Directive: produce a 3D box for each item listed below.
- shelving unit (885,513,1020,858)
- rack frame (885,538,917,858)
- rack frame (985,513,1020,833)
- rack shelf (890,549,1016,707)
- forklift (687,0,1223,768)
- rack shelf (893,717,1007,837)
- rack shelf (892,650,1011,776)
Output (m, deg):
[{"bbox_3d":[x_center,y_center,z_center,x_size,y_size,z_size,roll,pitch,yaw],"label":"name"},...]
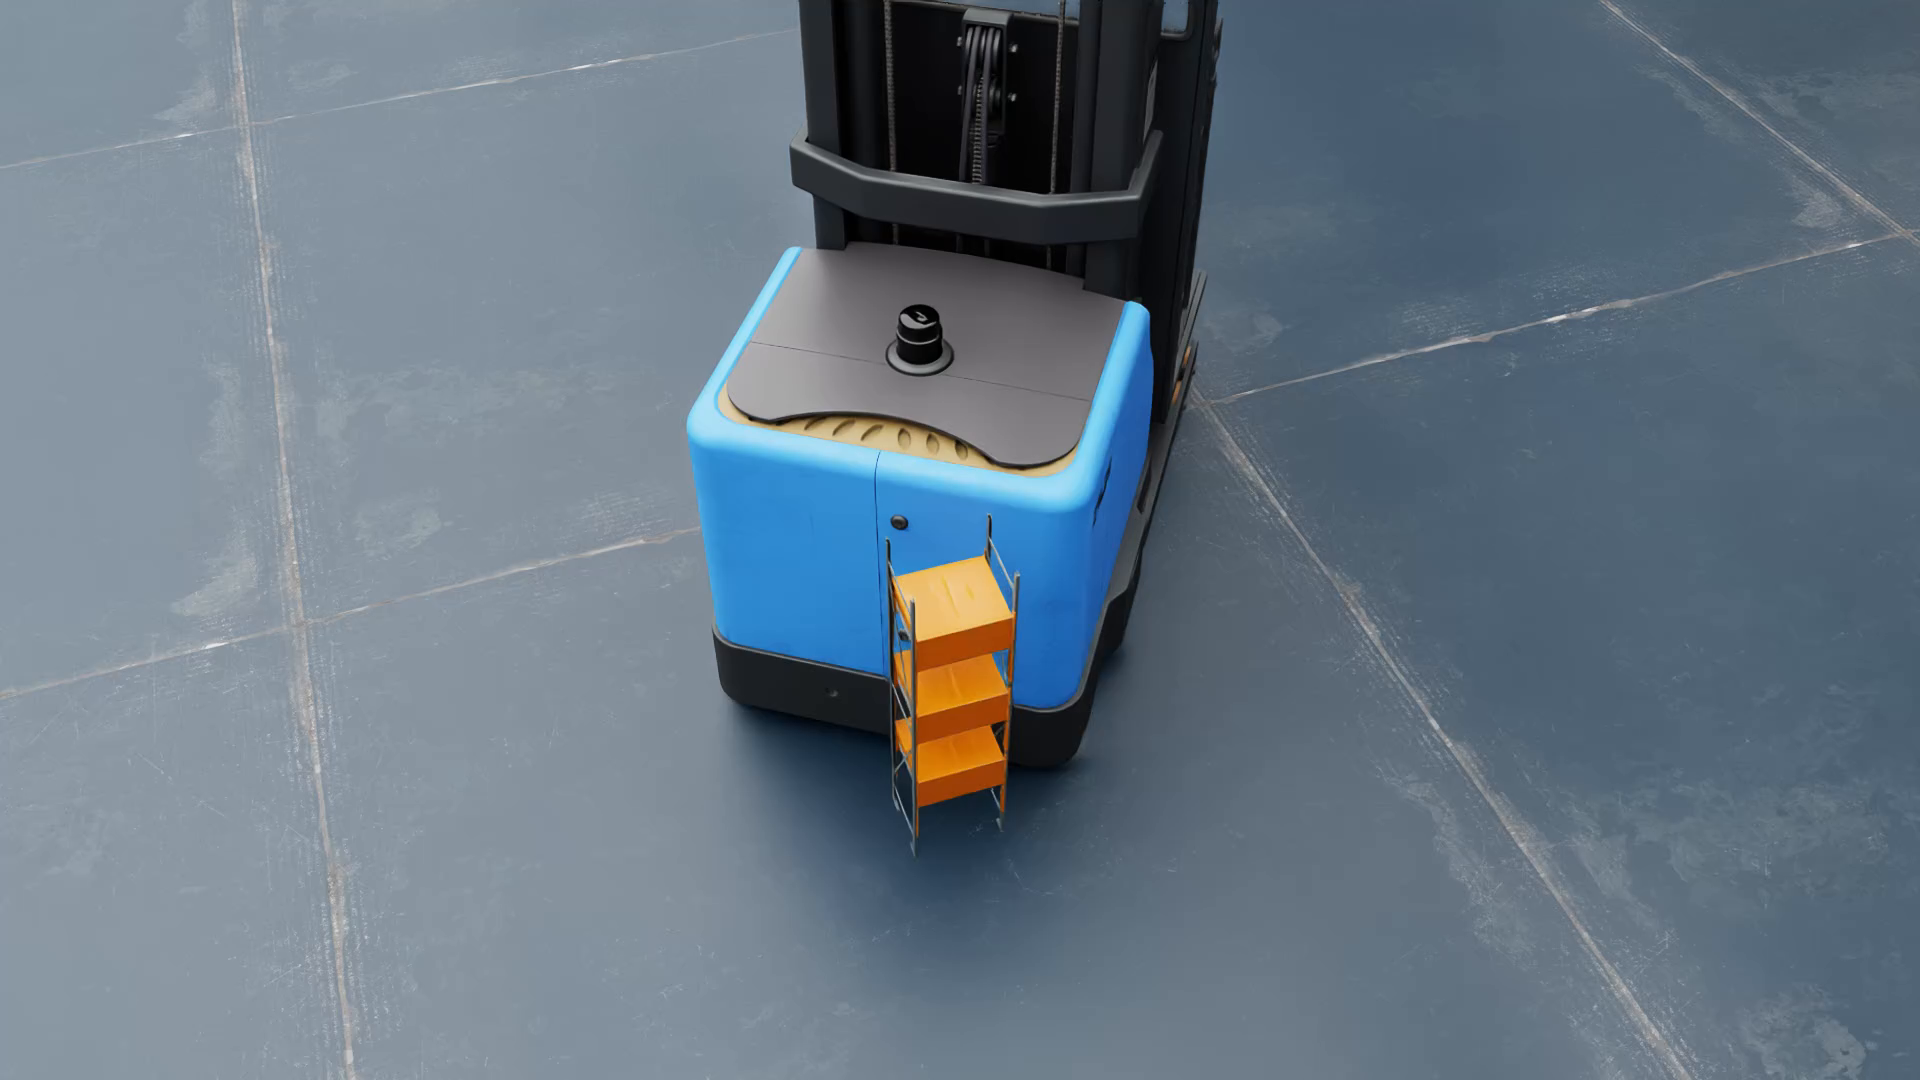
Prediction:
[{"bbox_3d":[-0.026,0.391,4.112,0.252,1.050,0.215,-14,49,-13],"label":"shelving unit"},{"bbox_3d":[-0.141,0.419,4.084,0.008,1.050,0.200,-14,49,-13],"label":"rack frame"},{"bbox_3d":[0.090,0.363,4.140,0.008,1.050,0.200,-14,49,-13],"label":"rack frame"},{"bbox_3d":[-0.022,0.207,3.910,0.240,0.259,0.215,-14,49,-13],"label":"rack shelf"},{"bbox_3d":[0.196,-1.478,4.654,1.130,2.935,3.031,11,46,11],"label":"forklift"},{"bbox_3d":[-0.030,0.585,4.325,0.240,0.259,0.215,-14,49,-13],"label":"rack shelf"},{"bbox_3d":[-0.026,0.398,4.120,0.240,0.259,0.215,-14,49,-13],"label":"rack shelf"}]
